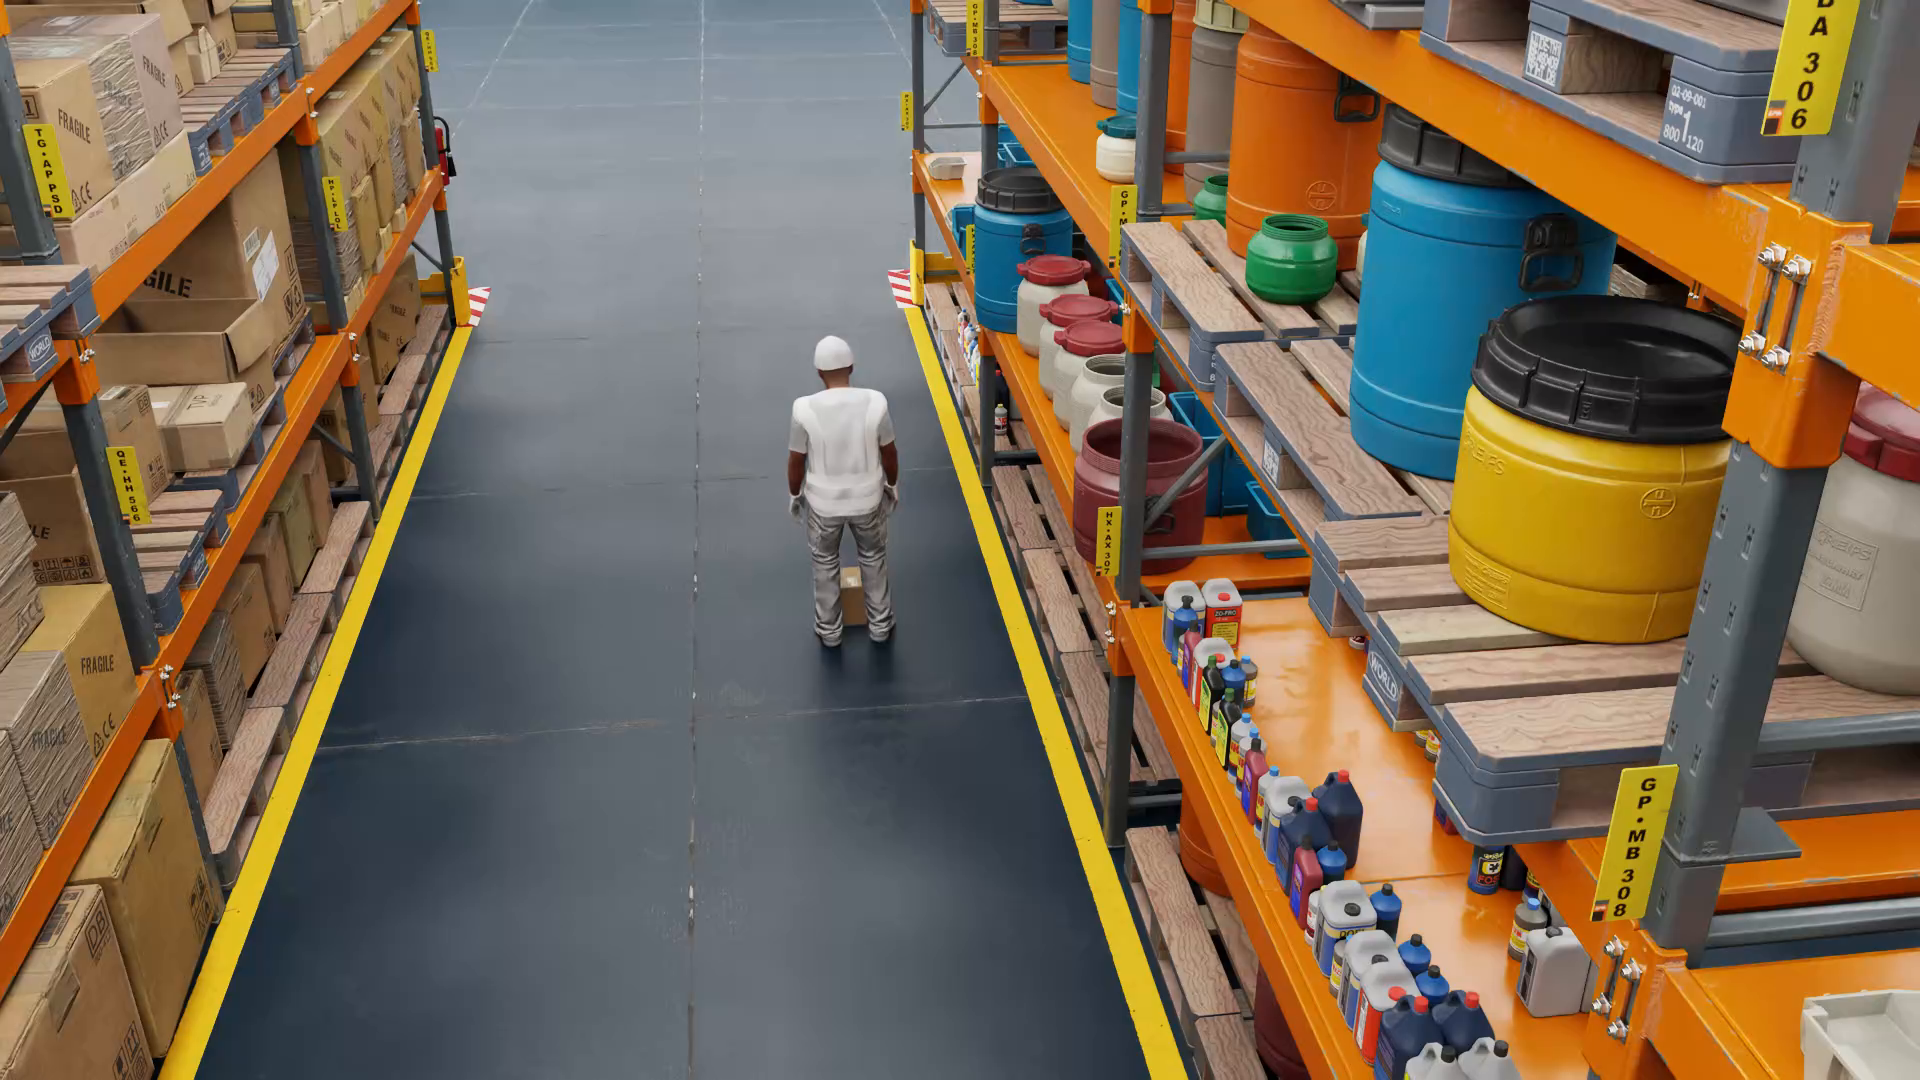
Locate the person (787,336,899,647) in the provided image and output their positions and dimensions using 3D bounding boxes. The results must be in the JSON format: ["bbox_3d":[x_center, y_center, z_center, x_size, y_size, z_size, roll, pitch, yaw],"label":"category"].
[{"bbox_3d":[-0.634,-0.246,9.091,0.609,1.773,0.450,-5,27,-9],"label":"person"}]
